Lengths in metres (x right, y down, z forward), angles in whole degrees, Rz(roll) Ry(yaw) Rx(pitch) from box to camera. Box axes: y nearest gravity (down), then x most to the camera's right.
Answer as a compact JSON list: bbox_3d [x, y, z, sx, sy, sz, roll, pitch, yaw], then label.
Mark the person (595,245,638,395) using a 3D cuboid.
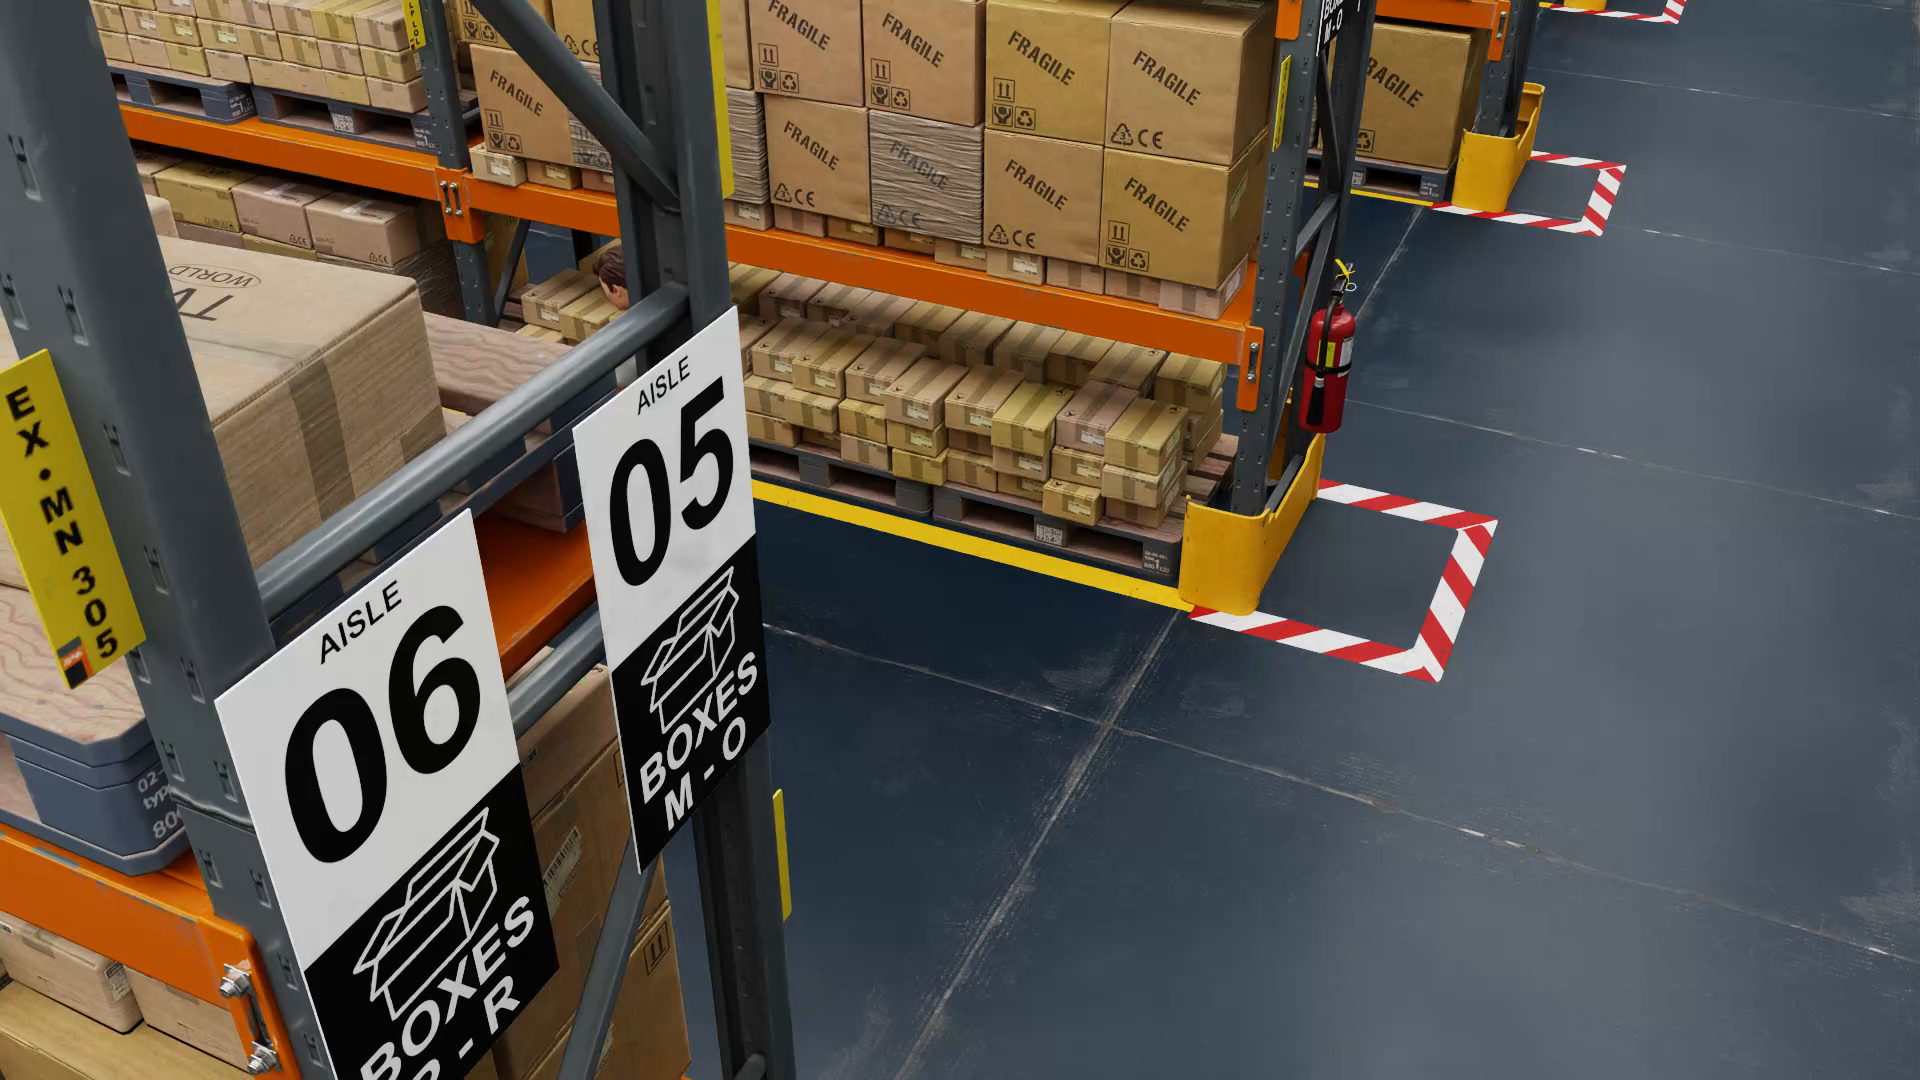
[{"bbox_3d":[-1.249,-0.421,6.795,0.350,1.657,0.451,19,38,26],"label":"person"}]
